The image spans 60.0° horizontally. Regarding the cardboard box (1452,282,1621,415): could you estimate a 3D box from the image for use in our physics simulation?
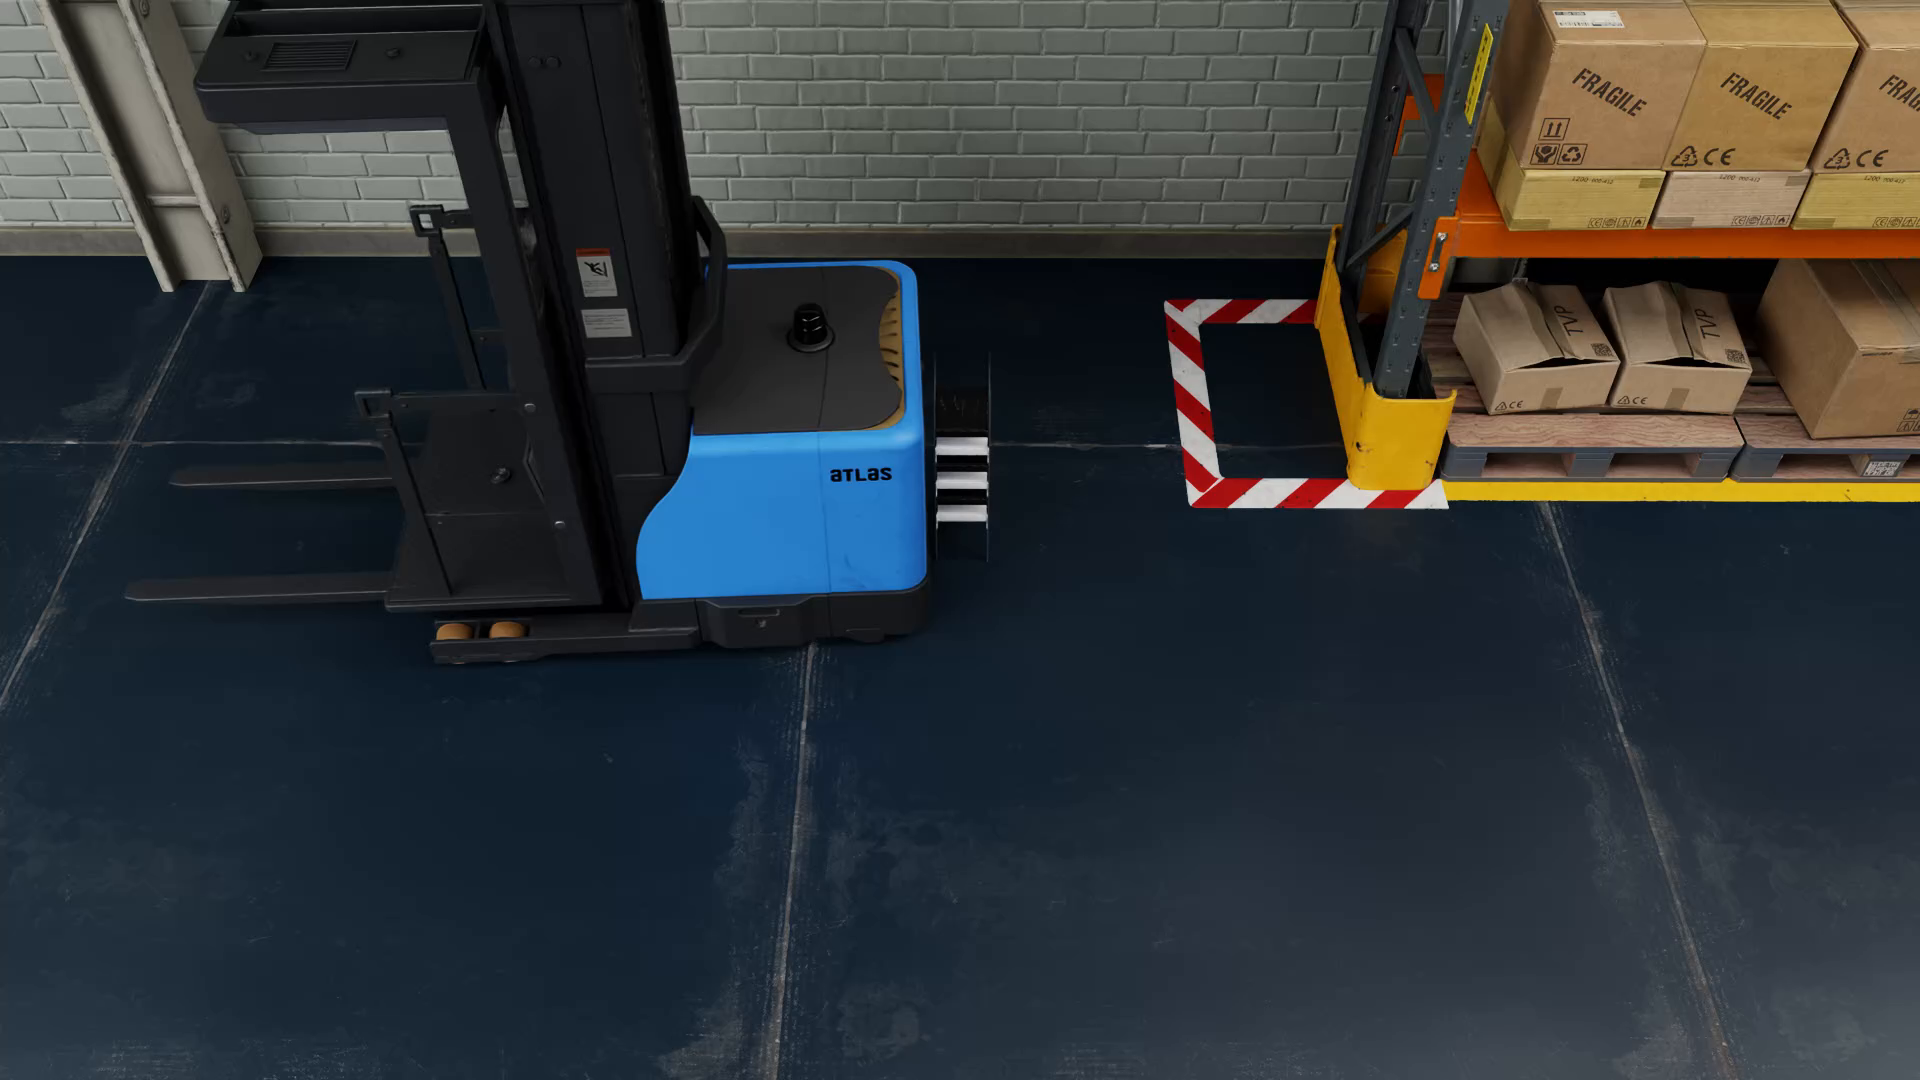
[{"bbox_3d":[2.424,-0.824,7.004,0.500,0.311,0.500,-5,47,-4],"label":"cardboard box"}]

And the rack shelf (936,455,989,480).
[{"bbox_3d":[0.008,-0.345,6.379,0.200,0.077,0.258,0,47,0],"label":"rack shelf"}]

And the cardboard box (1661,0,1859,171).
[{"bbox_3d":[2.703,-1.640,5.803,0.500,0.500,0.500,0,47,0],"label":"cardboard box"}]

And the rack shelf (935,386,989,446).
[{"bbox_3d":[0.008,-0.468,6.247,0.200,0.077,0.258,0,47,0],"label":"rack shelf"}]

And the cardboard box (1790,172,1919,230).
[{"bbox_3d":[3.248,-1.384,6.077,0.500,0.250,0.500,-1,47,0],"label":"cardboard box"}]

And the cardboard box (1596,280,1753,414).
[{"bbox_3d":[2.994,-0.823,7.003,0.500,0.311,0.500,4,47,3],"label":"cardboard box"}]

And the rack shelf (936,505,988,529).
[{"bbox_3d":[0.008,-0.161,6.577,0.200,0.077,0.258,0,47,0],"label":"rack shelf"}]

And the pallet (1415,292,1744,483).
[{"bbox_3d":[2.621,-0.680,7.239,1.213,0.211,1.003,0,47,0],"label":"pallet"}]

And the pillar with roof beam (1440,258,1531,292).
[{"bbox_3d":[2.420,-1.182,1.703,0.400,9.000,9.100,0,47,0],"label":"pillar with roof beam"}]

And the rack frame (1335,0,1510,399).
[{"bbox_3d":[1.733,-1.658,6.244,0.127,3.000,1.000,0,47,0],"label":"rack frame"}]

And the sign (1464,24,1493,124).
[{"bbox_3d":[1.731,-1.556,5.558,0.005,0.325,0.100,0,47,0],"label":"sign"}]

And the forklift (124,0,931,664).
[{"bbox_3d":[-1.644,-0.927,5.610,3.031,2.935,1.130,-2,47,-2],"label":"forklift"}]

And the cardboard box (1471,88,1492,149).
[{"bbox_3d":[2.201,-1.755,6.423,0.500,0.250,0.500,1,47,1],"label":"cardboard box"}]

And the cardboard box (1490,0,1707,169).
[{"bbox_3d":[2.209,-1.648,5.811,0.500,0.500,0.500,0,47,0],"label":"cardboard box"}]

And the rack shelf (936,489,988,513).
[{"bbox_3d":[0.008,-0.223,6.511,0.200,0.077,0.258,0,47,0],"label":"rack shelf"}]

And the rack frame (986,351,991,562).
[{"bbox_3d":[0.110,-0.306,6.420,0.006,0.900,0.240,0,47,0],"label":"rack frame"}]

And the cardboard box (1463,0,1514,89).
[{"bbox_3d":[2.205,-2.024,6.161,0.500,0.500,0.500,0,47,0],"label":"cardboard box"}]

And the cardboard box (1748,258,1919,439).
[{"bbox_3d":[3.728,-0.849,6.898,0.500,0.500,0.700,-3,47,-2],"label":"cardboard box"}]

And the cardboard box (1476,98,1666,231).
[{"bbox_3d":[2.220,-1.380,6.074,0.500,0.250,0.500,-1,47,-1],"label":"cardboard box"}]

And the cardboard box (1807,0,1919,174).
[{"bbox_3d":[3.220,-1.634,5.798,0.500,0.500,0.500,-1,47,-1],"label":"cardboard box"}]

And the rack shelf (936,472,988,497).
[{"bbox_3d":[0.008,-0.284,6.445,0.200,0.077,0.258,0,47,0],"label":"rack shelf"}]

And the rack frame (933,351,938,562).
[{"bbox_3d":[-0.094,-0.307,6.421,0.006,0.900,0.240,0,47,0],"label":"rack frame"}]

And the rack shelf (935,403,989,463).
[{"bbox_3d":[0.008,-0.406,6.313,0.200,0.077,0.258,0,47,0],"label":"rack shelf"}]

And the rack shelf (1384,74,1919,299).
[{"bbox_3d":[3.733,-1.408,6.503,4.000,0.370,1.077,0,47,0],"label":"rack shelf"}]

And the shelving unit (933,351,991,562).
[{"bbox_3d":[0.008,-0.307,6.421,0.210,0.900,0.258,0,47,0],"label":"shelving unit"}]

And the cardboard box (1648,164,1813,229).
[{"bbox_3d":[2.739,-1.389,6.083,0.500,0.250,0.500,-1,47,-1],"label":"cardboard box"}]

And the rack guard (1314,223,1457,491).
[{"bbox_3d":[1.809,-0.806,7.159,0.348,0.500,1.175,0,47,0],"label":"rack guard"}]

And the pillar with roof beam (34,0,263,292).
[{"bbox_3d":[-3.580,-1.199,1.718,0.400,9.000,9.100,0,47,0],"label":"pillar with roof beam"}]

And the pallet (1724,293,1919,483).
[{"bbox_3d":[3.838,-0.675,7.234,1.213,0.211,1.003,0,47,0],"label":"pallet"}]

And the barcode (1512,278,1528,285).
[{"bbox_3d":[2.444,-1.120,7.274,0.075,0.075,0.001,0,47,0],"label":"barcode"}]
